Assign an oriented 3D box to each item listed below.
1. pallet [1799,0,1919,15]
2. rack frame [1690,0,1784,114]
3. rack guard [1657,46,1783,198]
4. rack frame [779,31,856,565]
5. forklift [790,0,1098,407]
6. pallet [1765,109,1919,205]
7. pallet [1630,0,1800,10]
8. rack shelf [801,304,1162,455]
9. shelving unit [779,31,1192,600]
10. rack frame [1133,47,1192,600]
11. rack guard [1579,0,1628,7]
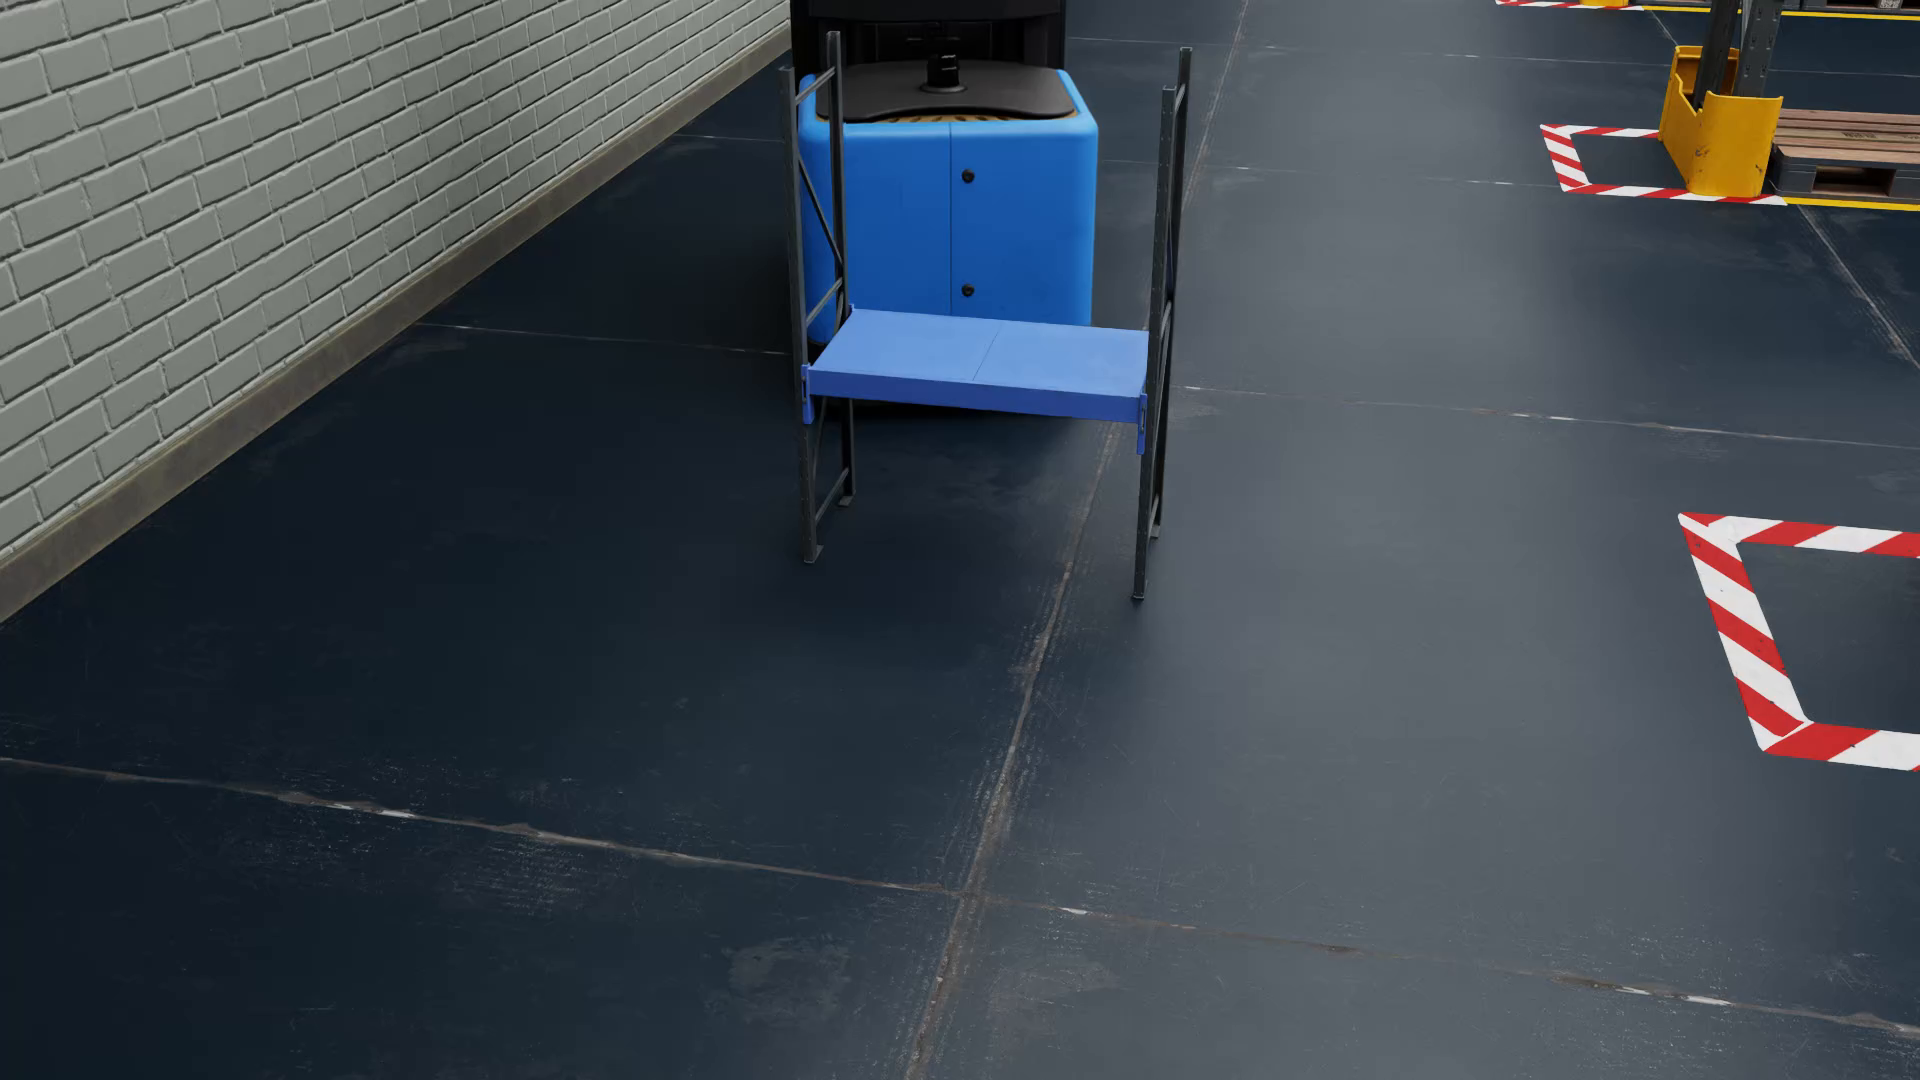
[{"bbox_3d":[7.051,-4.267,12.825,1.213,0.211,1.003,6,29,11],"label":"pallet"},{"bbox_3d":[4.029,-3.331,8.211,0.127,3.000,1.000,6,29,11],"label":"rack frame"},{"bbox_3d":[4.003,-2.231,8.805,0.348,0.500,1.175,6,29,11],"label":"rack guard"},{"bbox_3d":[-0.414,-0.700,4.967,0.032,1.500,0.500,6,29,11],"label":"rack frame"},{"bbox_3d":[-0.146,-2.439,6.652,1.130,2.935,3.031,-2,29,-4],"label":"forklift"},{"bbox_3d":[4.828,-2.007,8.696,1.213,0.211,1.003,6,29,11],"label":"pallet"},{"bbox_3d":[5.862,-4.391,13.050,1.213,0.211,1.003,6,29,11],"label":"pallet"},{"bbox_3d":[0.083,-0.492,4.961,1.000,0.185,0.538,6,29,11],"label":"rack shelf"},{"bbox_3d":[0.083,-0.649,4.874,1.048,1.500,0.538,6,29,11],"label":"shelving unit"},{"bbox_3d":[0.581,-0.598,4.781,0.032,1.500,0.500,6,29,11],"label":"rack frame"},{"bbox_3d":[5.040,-4.563,13.064,0.348,0.500,1.175,6,29,11],"label":"rack guard"}]
